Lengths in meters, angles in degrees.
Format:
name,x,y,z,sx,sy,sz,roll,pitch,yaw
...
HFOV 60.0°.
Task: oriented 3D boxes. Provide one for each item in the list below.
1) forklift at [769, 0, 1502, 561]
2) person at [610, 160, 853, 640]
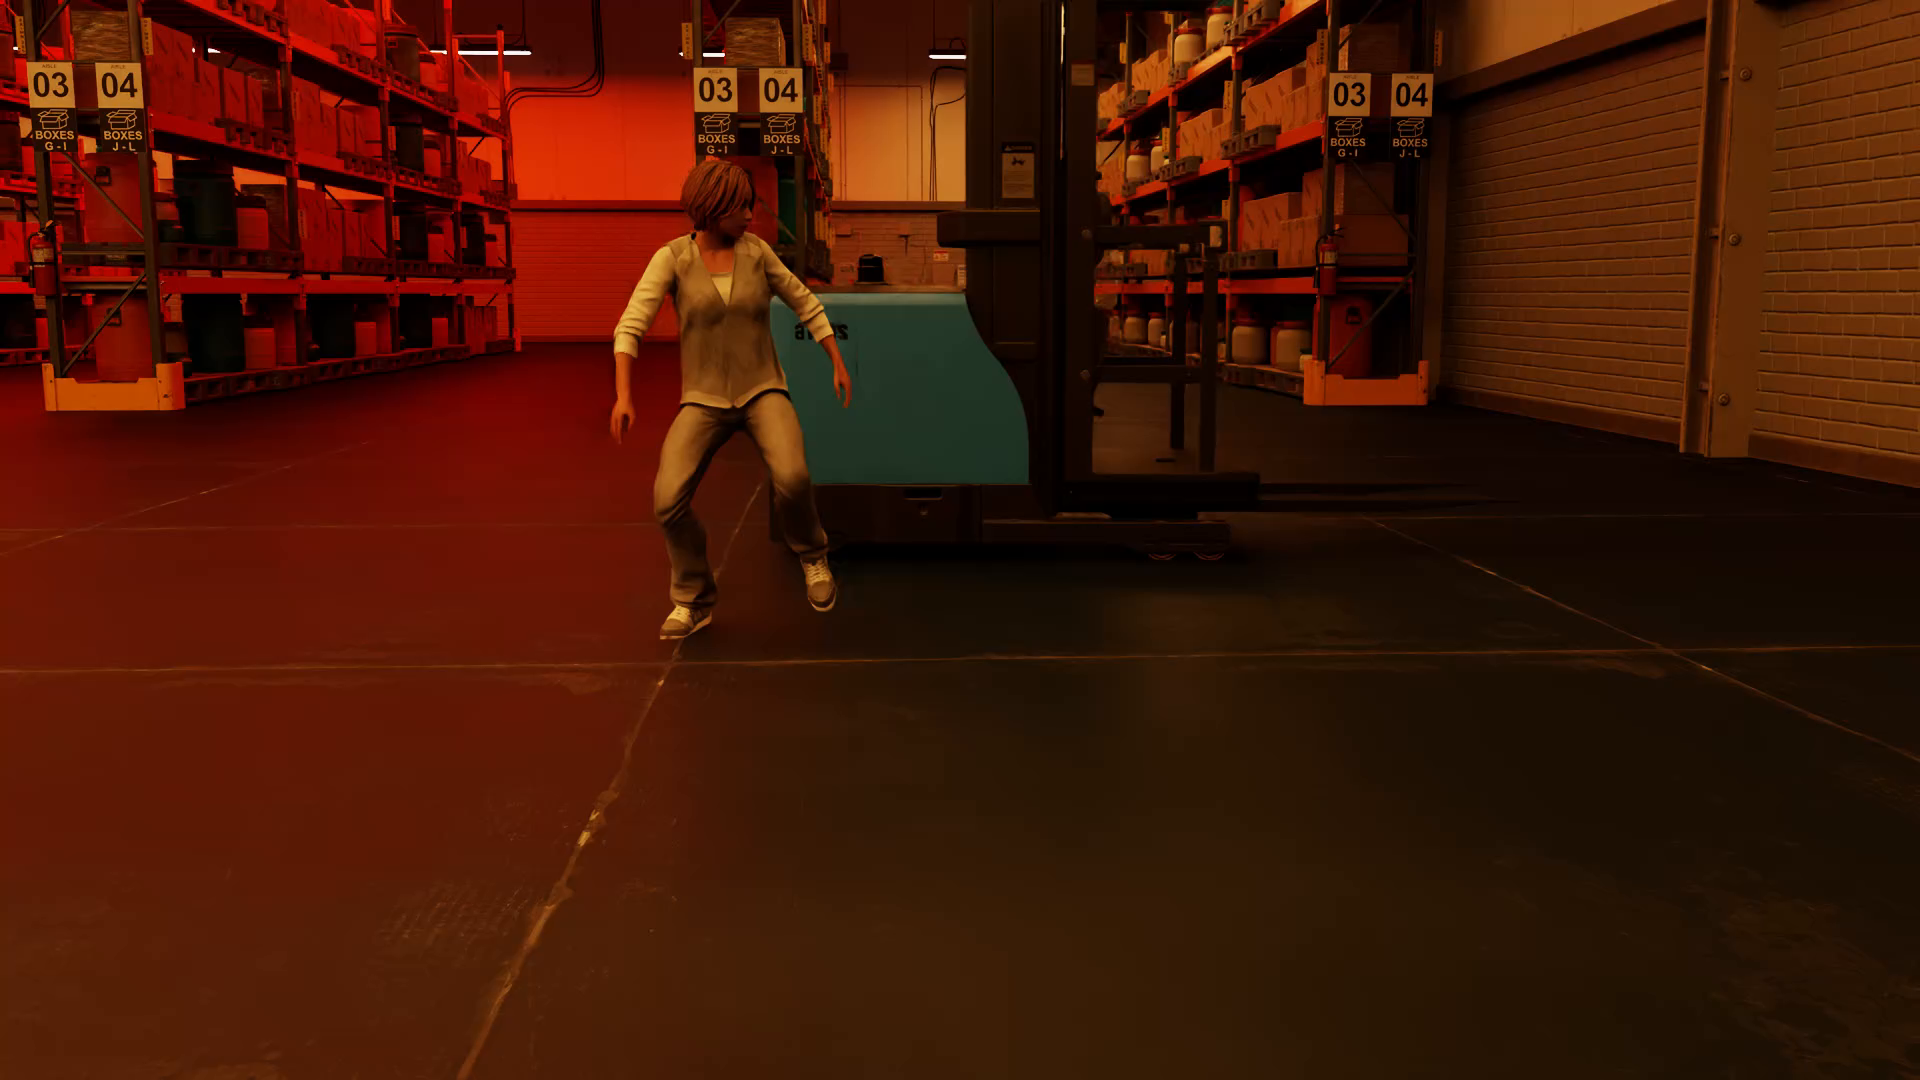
name,x,y,z,sx,sy,sz,roll,pitch,yaw
forklift,0.736,-1.443,7.047,3.031,2.935,1.130,0,8,0
person,-0.705,-0.429,5.241,0.742,1.493,0.474,-1,8,-5
